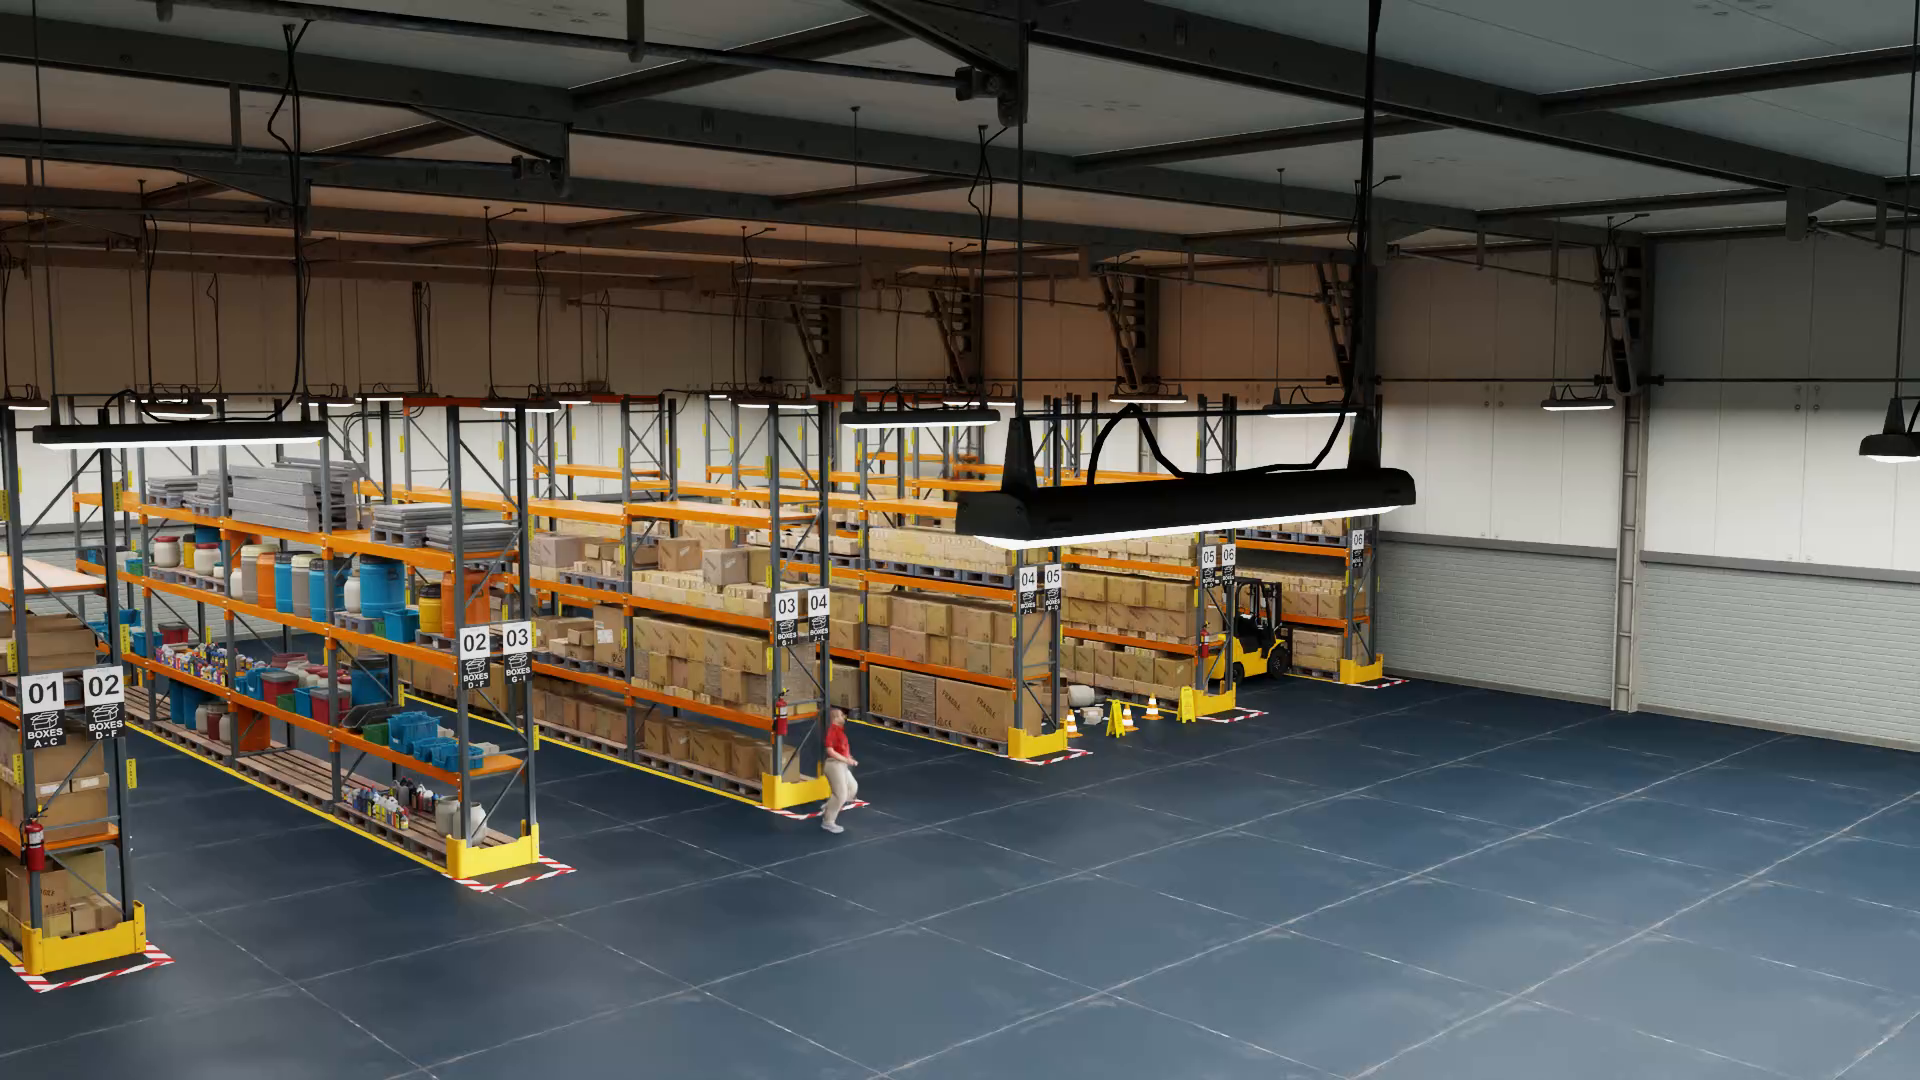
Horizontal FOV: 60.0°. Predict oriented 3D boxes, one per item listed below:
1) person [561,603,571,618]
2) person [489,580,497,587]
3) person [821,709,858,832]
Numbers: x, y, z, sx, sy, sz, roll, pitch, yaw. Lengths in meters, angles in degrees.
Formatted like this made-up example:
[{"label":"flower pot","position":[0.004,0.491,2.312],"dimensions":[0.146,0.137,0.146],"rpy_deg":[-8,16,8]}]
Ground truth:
[{"label":"person","position":[-9.748,1.561,41.083],"dimensions":[0.735,1.679,0.632],"rpy_deg":[1,6,7]},{"label":"person","position":[-10.869,1.745,38.567],"dimensions":[0.702,1.764,0.880],"rpy_deg":[-2,6,-17]},{"label":"person","position":[-1.692,3.229,23.504],"dimensions":[0.530,1.689,0.680],"rpy_deg":[0,6,2]}]
